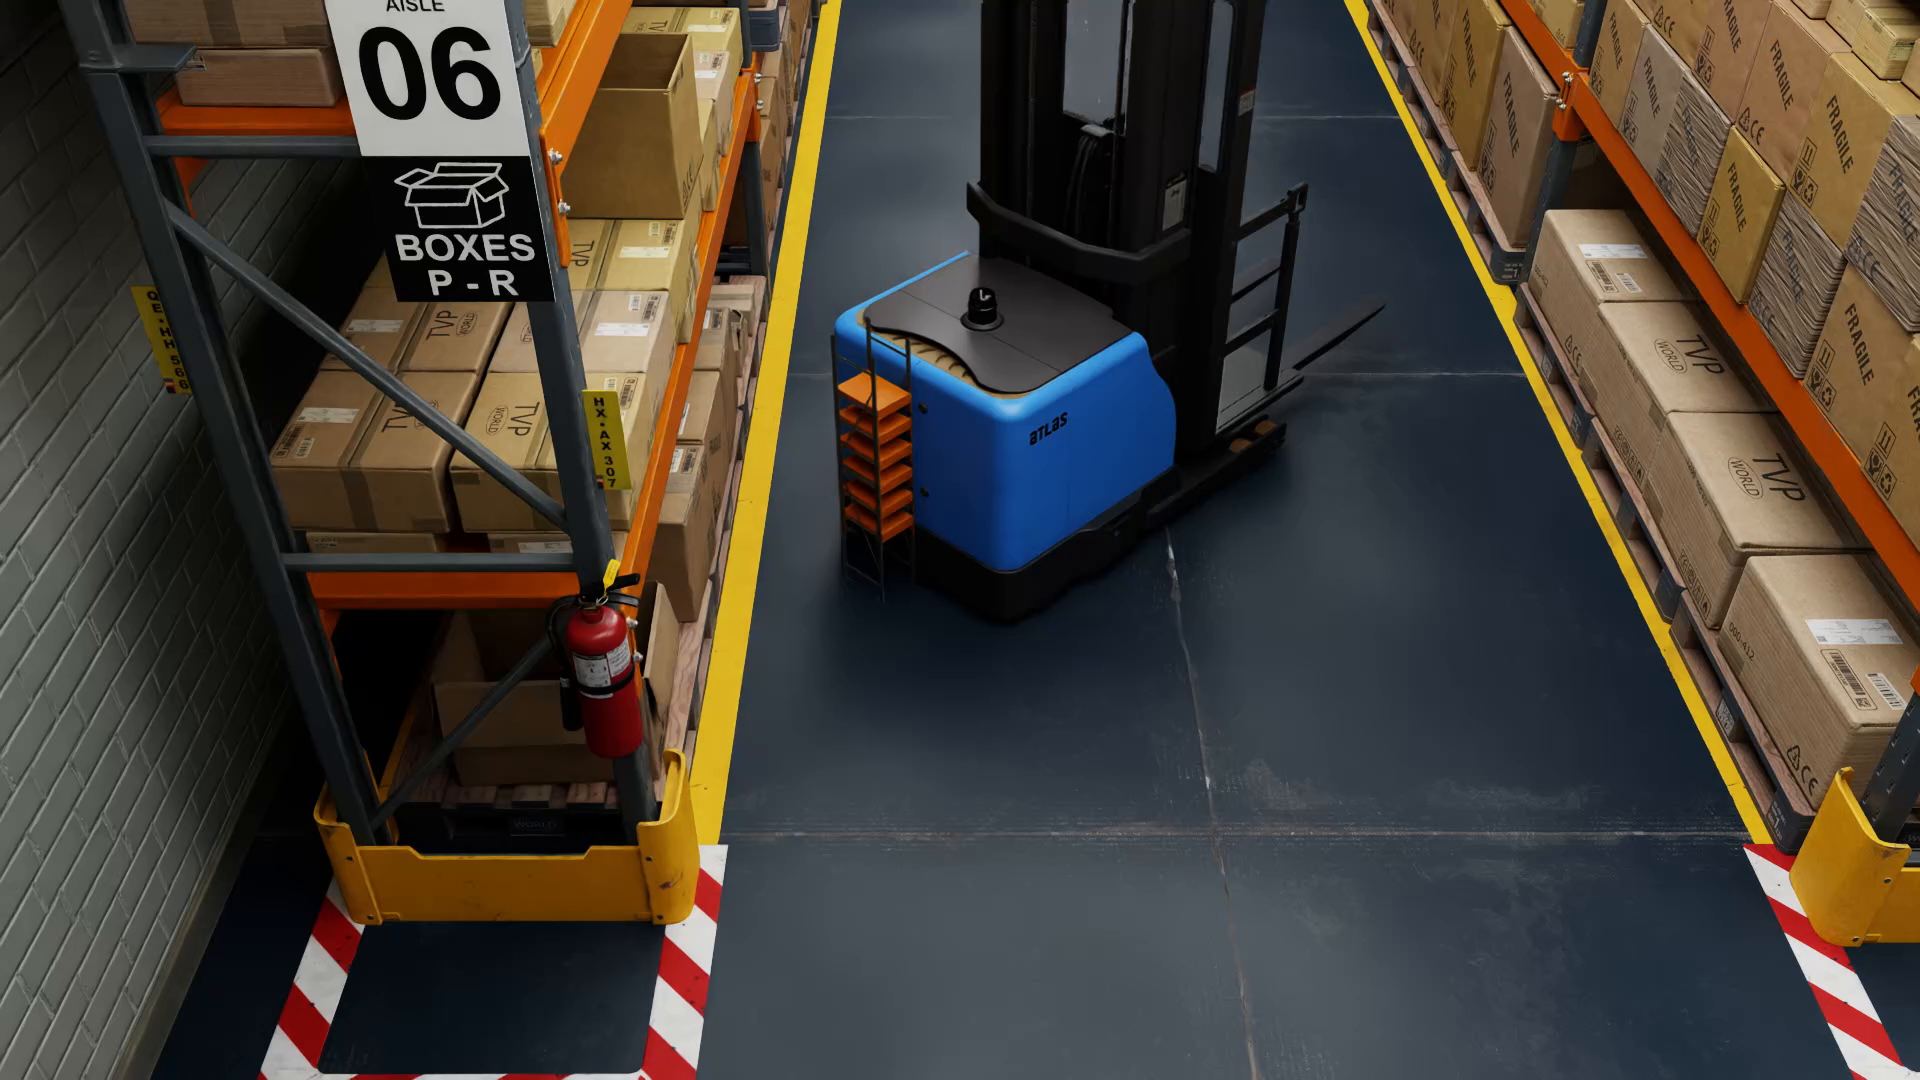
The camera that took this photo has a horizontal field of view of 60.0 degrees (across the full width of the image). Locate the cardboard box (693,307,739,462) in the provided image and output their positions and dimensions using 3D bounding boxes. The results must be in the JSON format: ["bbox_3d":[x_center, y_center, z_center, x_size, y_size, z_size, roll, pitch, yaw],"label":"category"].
[{"bbox_3d":[-1.367,-0.684,7.368,0.700,0.500,0.500,-1,39,-2],"label":"cardboard box"}]

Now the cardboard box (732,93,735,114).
[{"bbox_3d":[-1.228,-1.971,7.511,0.380,0.149,0.250,1,39,1],"label":"cardboard box"}]

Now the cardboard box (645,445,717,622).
[{"bbox_3d":[-1.366,-0.035,6.558,0.700,0.500,0.500,1,39,2],"label":"cardboard box"}]

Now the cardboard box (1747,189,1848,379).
[{"bbox_3d":[3.204,-0.911,5.908,0.500,0.500,0.500,1,39,1],"label":"cardboard box"}]

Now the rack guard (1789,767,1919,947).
[{"bbox_3d":[3.466,1.055,5.534,1.175,0.500,0.348,0,39,0],"label":"rack guard"}]

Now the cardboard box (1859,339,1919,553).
[{"bbox_3d":[3.200,-0.276,5.115,0.500,0.500,0.500,0,39,0],"label":"cardboard box"}]

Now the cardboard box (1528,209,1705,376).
[{"bbox_3d":[3.354,-1.208,8.072,0.875,0.438,0.875,-1,39,-1],"label":"cardboard box"}]

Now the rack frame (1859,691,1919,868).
[{"bbox_3d":[3.465,0.065,4.771,1.000,3.000,0.127,0,39,0],"label":"rack frame"}]

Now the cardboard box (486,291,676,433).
[{"bbox_3d":[-1.230,-0.586,5.465,0.500,0.250,0.500,0,39,0],"label":"cardboard box"}]

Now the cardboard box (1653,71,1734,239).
[{"bbox_3d":[3.190,-1.556,6.713,0.500,0.500,0.500,0,39,0],"label":"cardboard box"}]

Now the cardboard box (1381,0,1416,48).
[{"bbox_3d":[3.374,-3.841,11.007,0.875,0.875,0.875,0,39,0],"label":"cardboard box"}]

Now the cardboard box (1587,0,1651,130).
[{"bbox_3d":[3.200,-2.182,7.494,0.500,0.500,0.500,1,39,1],"label":"cardboard box"}]

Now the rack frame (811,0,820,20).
[{"bbox_3d":[-1.507,-4.932,11.006,1.000,3.000,0.127,0,39,0],"label":"rack frame"}]

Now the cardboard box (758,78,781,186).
[{"bbox_3d":[-1.289,-2.255,9.328,0.500,0.500,0.500,-1,39,-1],"label":"cardboard box"}]

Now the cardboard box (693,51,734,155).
[{"bbox_3d":[-1.243,-1.857,7.050,0.500,0.250,0.500,0,39,0],"label":"cardboard box"}]

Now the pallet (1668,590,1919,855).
[{"bbox_3d":[3.386,0.653,6.266,1.003,0.211,1.213,0,39,0],"label":"pallet"}]

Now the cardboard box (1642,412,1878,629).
[{"bbox_3d":[3.355,-0.084,6.670,0.875,0.438,0.875,1,39,1],"label":"cardboard box"}]

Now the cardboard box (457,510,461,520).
[{"bbox_3d":[-1.706,-0.197,5.298,0.380,0.149,0.250,1,39,1],"label":"cardboard box"}]

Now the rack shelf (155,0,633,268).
[{"bbox_3d":[-1.500,-2.070,5.611,1.077,0.370,4.000,0,39,0],"label":"rack shelf"}]

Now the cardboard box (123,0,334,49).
[{"bbox_3d":[-1.771,-1.435,4.126,0.500,0.250,0.500,-1,39,-1],"label":"cardboard box"}]

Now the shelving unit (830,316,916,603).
[{"bbox_3d":[-0.339,-0.299,6.664,0.258,1.200,0.189,31,48,33],"label":"shelving unit"}]

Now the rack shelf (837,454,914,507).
[{"bbox_3d":[-0.339,-0.265,6.692,0.258,0.103,0.180,31,48,33],"label":"rack shelf"}]

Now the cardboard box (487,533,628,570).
[{"bbox_3d":[-1.224,-0.037,5.099,0.380,0.149,0.250,0,39,0],"label":"cardboard box"}]

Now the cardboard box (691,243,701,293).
[{"bbox_3d":[-1.197,-1.007,6.309,0.380,0.149,0.250,1,39,1],"label":"cardboard box"}]

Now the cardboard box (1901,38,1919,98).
[{"bbox_3d":[3.267,-1.483,5.304,0.380,0.149,0.250,0,39,0],"label":"cardboard box"}]

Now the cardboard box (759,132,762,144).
[{"bbox_3d":[-1.237,-2.097,8.612,0.380,0.149,0.250,2,39,2],"label":"cardboard box"}]

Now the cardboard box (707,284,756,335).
[{"bbox_3d":[-1.208,-1.134,8.210,0.380,0.149,0.250,-1,39,-1],"label":"cardboard box"}]

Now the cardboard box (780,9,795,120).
[{"bbox_3d":[-1.279,-2.891,10.122,0.500,0.500,0.500,-1,39,-2],"label":"cardboard box"}]

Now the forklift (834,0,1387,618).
[{"bbox_3d":[0.866,-1.648,6.963,1.130,2.935,3.031,31,48,33],"label":"forklift"}]

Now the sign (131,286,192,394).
[{"bbox_3d":[-2.053,-0.517,4.317,0.100,0.325,0.005,0,39,0],"label":"sign"}]

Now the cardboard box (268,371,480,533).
[{"bbox_3d":[-1.764,-0.274,5.076,0.500,0.250,0.500,1,39,1],"label":"cardboard box"}]

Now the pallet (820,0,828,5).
[{"bbox_3d":[-1.469,-4.359,12.520,1.003,0.211,1.213,0,39,0],"label":"pallet"}]

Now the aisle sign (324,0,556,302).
[{"bbox_3d":[-1.204,-0.901,3.897,0.394,0.787,0.004,0,39,0],"label":"aisle sign"}]

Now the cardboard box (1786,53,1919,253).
[{"bbox_3d":[3.200,-1.302,5.596,0.500,0.500,0.500,0,39,0],"label":"cardboard box"}]

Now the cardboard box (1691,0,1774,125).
[{"bbox_3d":[3.203,-1.932,6.382,0.500,0.500,0.500,1,39,1],"label":"cardboard box"}]

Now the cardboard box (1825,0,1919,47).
[{"bbox_3d":[3.227,-1.804,5.704,0.380,0.149,0.250,1,39,1],"label":"cardboard box"}]

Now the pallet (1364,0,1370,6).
[{"bbox_3d":[3.457,-4.339,12.495,1.003,0.211,1.213,0,39,0],"label":"pallet"}]

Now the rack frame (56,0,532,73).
[{"bbox_3d":[-1.498,-2.270,2.887,1.000,3.000,0.127,0,39,0],"label":"rack frame"}]

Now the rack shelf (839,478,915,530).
[{"bbox_3d":[-0.339,-0.171,6.767,0.258,0.103,0.180,31,48,33],"label":"rack shelf"}]

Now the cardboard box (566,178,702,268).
[{"bbox_3d":[-1.256,-1.223,6.259,0.500,0.250,0.500,-1,39,-1],"label":"cardboard box"}]

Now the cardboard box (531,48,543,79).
[{"bbox_3d":[-1.266,-1.201,4.153,0.380,0.149,0.250,1,39,1],"label":"cardboard box"}]

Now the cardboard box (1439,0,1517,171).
[{"bbox_3d":[3.371,-2.724,9.614,0.875,0.875,0.875,1,39,1],"label":"cardboard box"}]

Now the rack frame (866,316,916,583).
[{"bbox_3d":[-0.276,-0.340,6.715,0.240,1.200,0.006,31,48,33],"label":"rack frame"}]

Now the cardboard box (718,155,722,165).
[{"bbox_3d":[-1.230,-1.644,7.104,0.380,0.149,0.250,1,39,1],"label":"cardboard box"}]

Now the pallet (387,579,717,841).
[{"bbox_3d":[-1.500,0.613,6.317,1.003,0.211,1.213,0,39,0],"label":"pallet"}]

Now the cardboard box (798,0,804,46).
[{"bbox_3d":[-1.302,-3.543,10.936,0.500,0.500,0.500,-1,39,-1],"label":"cardboard box"}]

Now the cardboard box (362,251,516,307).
[{"bbox_3d":[-1.759,-0.906,5.865,0.500,0.250,0.500,1,39,1],"label":"cardboard box"}]

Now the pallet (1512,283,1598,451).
[{"bbox_3d":[3.384,-0.873,8.170,1.003,0.211,1.213,0,39,0],"label":"pallet"}]

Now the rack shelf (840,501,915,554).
[{"bbox_3d":[-0.339,-0.077,6.842,0.258,0.103,0.180,31,48,33],"label":"rack shelf"}]

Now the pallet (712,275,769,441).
[{"bbox_3d":[-1.503,-0.913,8.221,1.003,0.211,1.213,0,39,0],"label":"pallet"}]

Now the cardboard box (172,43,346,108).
[{"bbox_3d":[-1.730,-1.202,4.153,0.380,0.149,0.250,1,39,1],"label":"cardboard box"}]

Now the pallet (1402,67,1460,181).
[{"bbox_3d":[3.380,-2.596,10.320,1.003,0.211,1.213,0,39,0],"label":"pallet"}]

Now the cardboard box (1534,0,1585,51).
[{"bbox_3d":[3.208,-2.658,8.289,0.500,0.250,0.500,-1,39,-1],"label":"cardboard box"}]

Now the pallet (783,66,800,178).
[{"bbox_3d":[-1.546,-2.616,10.346,1.003,0.211,1.213,0,39,0],"label":"pallet"}]

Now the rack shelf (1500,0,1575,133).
[{"bbox_3d":[3.459,-3.407,9.678,1.077,0.370,4.000,0,39,0],"label":"rack shelf"}]

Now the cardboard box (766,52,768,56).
[{"bbox_3d":[-1.301,-2.913,9.631,0.380,0.149,0.250,1,39,2],"label":"cardboard box"}]

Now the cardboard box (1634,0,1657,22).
[{"bbox_3d":[3.219,-2.568,7.176,0.500,0.500,0.500,0,39,0],"label":"cardboard box"}]
